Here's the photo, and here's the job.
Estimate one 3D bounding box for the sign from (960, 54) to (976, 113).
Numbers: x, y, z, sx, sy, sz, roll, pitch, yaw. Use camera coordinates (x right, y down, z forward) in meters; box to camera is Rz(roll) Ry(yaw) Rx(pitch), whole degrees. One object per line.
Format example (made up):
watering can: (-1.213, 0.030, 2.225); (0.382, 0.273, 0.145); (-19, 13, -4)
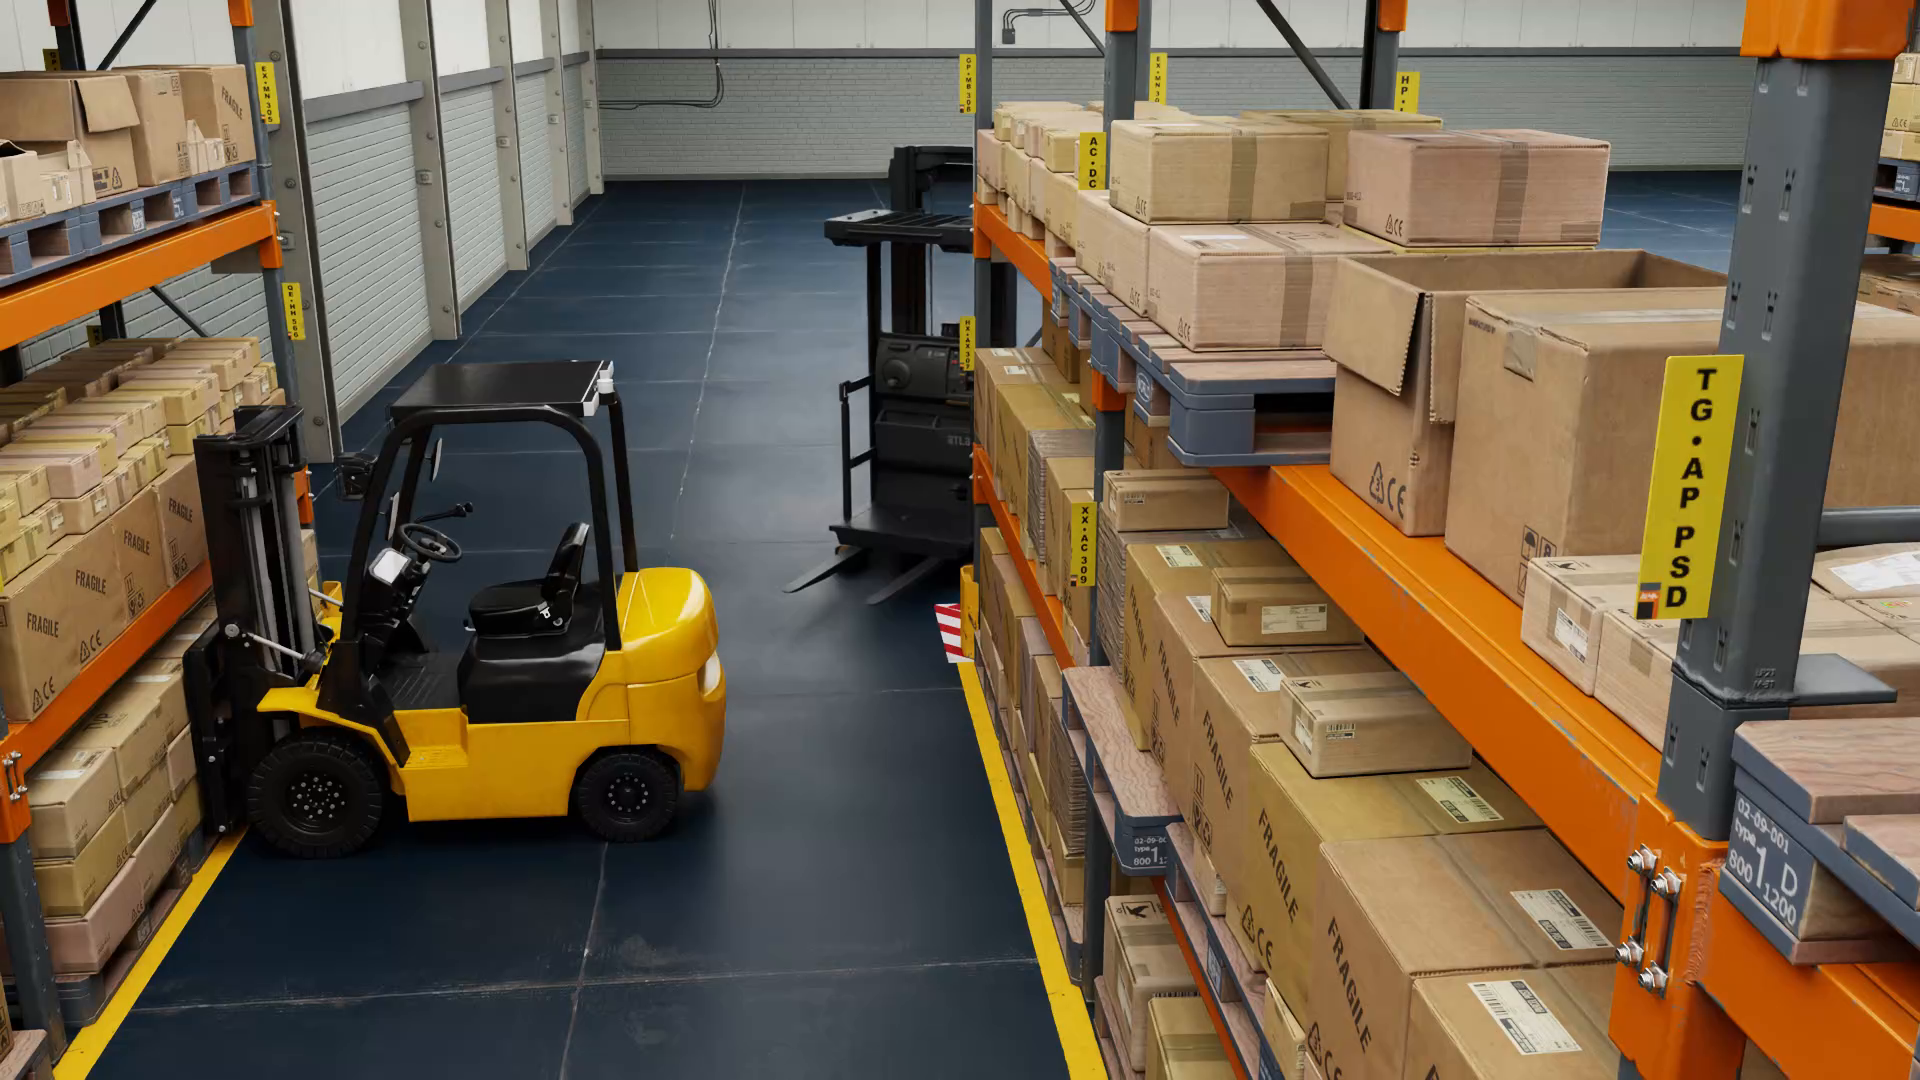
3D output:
sign: (0.048, -2.613, 9.524); (0.100, 0.325, 0.005); (-2, 18, -6)

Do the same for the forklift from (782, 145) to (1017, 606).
forklift: (-0.252, -1.226, 11.688); (1.130, 2.935, 3.031); (7, 19, 22)

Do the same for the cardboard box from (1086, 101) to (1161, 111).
cardboard box: (0.916, -2.381, 9.335); (0.380, 0.149, 0.250); (-2, 18, -5)

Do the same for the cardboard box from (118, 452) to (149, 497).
cardboard box: (-3.811, -0.278, 7.304); (0.380, 0.149, 0.250); (-2, 18, -7)

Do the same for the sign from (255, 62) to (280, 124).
sign: (-3.808, -2.455, 9.136); (0.100, 0.325, 0.005); (-2, 18, -6)

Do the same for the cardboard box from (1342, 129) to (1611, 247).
cardboard box: (1.314, -0.916, 4.293); (0.500, 0.250, 0.500); (-1, 17, -5)

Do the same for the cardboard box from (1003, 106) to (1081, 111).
cardboard box: (0.428, -2.210, 8.788); (0.380, 0.149, 0.250); (-2, 18, -6)

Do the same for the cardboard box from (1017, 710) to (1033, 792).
cardboard box: (0.559, 1.044, 8.233); (0.500, 0.250, 0.500); (-2, 17, -5)

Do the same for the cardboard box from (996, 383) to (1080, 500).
cardboard box: (0.471, -0.515, 8.647); (0.500, 0.500, 0.500); (-2, 18, -7)

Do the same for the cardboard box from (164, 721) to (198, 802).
cardboard box: (-3.773, 0.984, 7.589); (0.500, 0.250, 0.500); (-2, 18, -6)

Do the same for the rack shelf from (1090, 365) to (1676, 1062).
rack shelf: (1.207, -0.082, 4.122); (1.077, 0.370, 4.000); (-2, 18, -6)

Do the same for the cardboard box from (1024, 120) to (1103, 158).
cardboard box: (0.496, -1.828, 7.572); (0.380, 0.149, 0.250); (-2, 17, -5)

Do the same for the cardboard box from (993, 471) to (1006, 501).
cardboard box: (0.384, -0.320, 9.109); (0.380, 0.149, 0.250); (-2, 17, -5)

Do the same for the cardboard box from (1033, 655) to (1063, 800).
cardboard box: (0.618, 0.845, 7.616); (0.500, 0.500, 0.500); (-1, 17, -5)

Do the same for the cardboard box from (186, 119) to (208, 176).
cardboard box: (-3.935, -1.929, 8.162); (0.396, 0.266, 0.258); (-2, 18, -5)

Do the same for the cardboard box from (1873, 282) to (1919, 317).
cardboard box: (5.572, -1.107, 9.143); (0.875, 0.550, 0.550); (-2, 18, -6)

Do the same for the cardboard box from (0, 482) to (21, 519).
cardboard box: (-3.809, -0.113, 6.282); (0.380, 0.149, 0.250); (-2, 17, -5)

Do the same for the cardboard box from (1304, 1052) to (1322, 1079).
cardboard box: (0.957, 1.205, 3.550); (0.380, 0.149, 0.250); (-3, 18, -8)

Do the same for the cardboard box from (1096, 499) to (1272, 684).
cardboard box: (0.764, 0.169, 5.766); (0.500, 0.500, 0.500); (-1, 17, -4)

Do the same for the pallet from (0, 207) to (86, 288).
pallet: (-4.050, -1.077, 6.241); (1.003, 0.211, 1.213); (-2, 18, -6)

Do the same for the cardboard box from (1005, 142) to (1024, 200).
cardboard box: (0.495, -1.821, 8.216); (0.500, 0.250, 0.500); (-1, 17, -4)

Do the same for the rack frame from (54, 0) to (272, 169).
rack frame: (-4.349, -3.489, 8.767); (1.000, 3.000, 0.127); (-2, 18, -6)

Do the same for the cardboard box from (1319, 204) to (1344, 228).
cardboard box: (1.252, -0.829, 4.851); (0.500, 0.250, 0.500); (-2, 17, -5)

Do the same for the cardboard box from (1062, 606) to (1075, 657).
cardboard box: (0.632, 0.370, 6.910); (0.380, 0.149, 0.250); (-1, 17, -4)

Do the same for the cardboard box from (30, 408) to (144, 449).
cardboard box: (-3.929, -0.493, 7.494); (0.380, 0.149, 0.250); (-2, 18, -5)

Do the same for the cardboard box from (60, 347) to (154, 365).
cardboard box: (-4.562, -0.938, 8.911); (0.380, 0.149, 0.250); (-1, 17, -4)

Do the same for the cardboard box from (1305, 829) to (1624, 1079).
cardboard box: (1.025, 0.932, 3.337); (0.500, 0.500, 0.500); (-2, 18, -7)

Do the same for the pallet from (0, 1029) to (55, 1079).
pallet: (-3.822, 2.114, 5.592); (1.003, 0.211, 1.213); (-2, 18, -6)

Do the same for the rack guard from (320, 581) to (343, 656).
rack guard: (-4.351, 0.559, 10.063); (1.175, 0.500, 0.348); (-2, 18, -6)

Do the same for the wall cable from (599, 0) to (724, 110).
wall cable: (-7.256, -11.629, 39.879); (3.097, 2.526, 0.112); (-2, 18, -6)

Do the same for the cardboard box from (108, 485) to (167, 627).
cardboard box: (-3.846, 0.071, 7.275); (0.500, 0.500, 0.500); (-2, 18, -6)

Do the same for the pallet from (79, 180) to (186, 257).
pallet: (-4.173, -1.440, 7.396); (1.003, 0.211, 1.213); (-2, 18, -6)

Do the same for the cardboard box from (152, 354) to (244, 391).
cardboard box: (-3.992, -0.876, 8.713); (0.380, 0.149, 0.250); (-1, 17, -4)

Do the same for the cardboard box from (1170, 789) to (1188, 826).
cardboard box: (0.850, 0.739, 5.033); (0.380, 0.149, 0.250); (-2, 17, -5)

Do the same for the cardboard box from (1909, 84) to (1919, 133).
cardboard box: (5.402, -2.261, 8.748); (0.500, 0.250, 0.500); (-2, 18, -6)

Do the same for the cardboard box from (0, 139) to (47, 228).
cardboard box: (-3.780, -1.327, 6.169); (0.500, 0.311, 0.500); (-1, 17, -5)

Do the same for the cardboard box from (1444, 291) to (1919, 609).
cardboard box: (1.325, -0.159, 3.002); (0.700, 0.500, 0.500); (-2, 18, -6)

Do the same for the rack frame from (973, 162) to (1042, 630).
rack frame: (0.588, -0.781, 10.158); (1.000, 3.000, 0.127); (-2, 18, -6)

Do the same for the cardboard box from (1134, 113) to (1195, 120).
cardboard box: (0.943, -1.999, 8.116); (0.380, 0.149, 0.250); (-2, 18, -7)

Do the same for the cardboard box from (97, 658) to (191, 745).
cardboard box: (-3.780, 0.745, 7.516); (0.500, 0.250, 0.500); (-1, 17, -4)

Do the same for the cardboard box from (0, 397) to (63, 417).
cardboard box: (-4.396, -0.558, 7.699); (0.380, 0.149, 0.250); (-2, 18, -5)

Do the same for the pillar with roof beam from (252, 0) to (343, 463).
pillar with roof beam: (-1.510, -5.174, 14.135); (9.100, 9.000, 0.400); (-2, 18, -6)

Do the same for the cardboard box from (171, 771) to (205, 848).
cardboard box: (-3.793, 1.219, 7.677); (0.500, 0.250, 0.500); (-1, 17, -5)

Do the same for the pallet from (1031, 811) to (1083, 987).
pallet: (0.896, 1.542, 7.413); (1.003, 0.211, 1.213); (-2, 18, -6)

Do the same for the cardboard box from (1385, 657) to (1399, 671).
cardboard box: (1.431, 0.609, 4.366); (0.500, 0.500, 0.500); (-2, 18, -8)

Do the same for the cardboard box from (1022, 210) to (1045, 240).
cardboard box: (0.504, -1.522, 7.927); (0.380, 0.149, 0.250); (-2, 18, -7)

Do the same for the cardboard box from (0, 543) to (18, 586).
cardboard box: (-3.708, 0.105, 6.086); (0.380, 0.149, 0.250); (-2, 18, -7)

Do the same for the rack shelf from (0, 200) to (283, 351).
rack shelf: (-4.143, -1.119, 7.426); (1.077, 0.370, 4.000); (-2, 18, -6)

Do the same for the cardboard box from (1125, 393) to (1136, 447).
cardboard box: (1.115, -0.697, 7.557); (0.700, 0.500, 0.500); (-2, 18, -7)

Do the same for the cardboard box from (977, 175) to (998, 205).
cardboard box: (0.299, -1.984, 9.399); (0.380, 0.149, 0.250); (-2, 18, -6)

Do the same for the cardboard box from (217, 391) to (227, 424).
cardboard box: (-3.998, -0.661, 8.524); (0.380, 0.149, 0.250); (-2, 18, -6)
